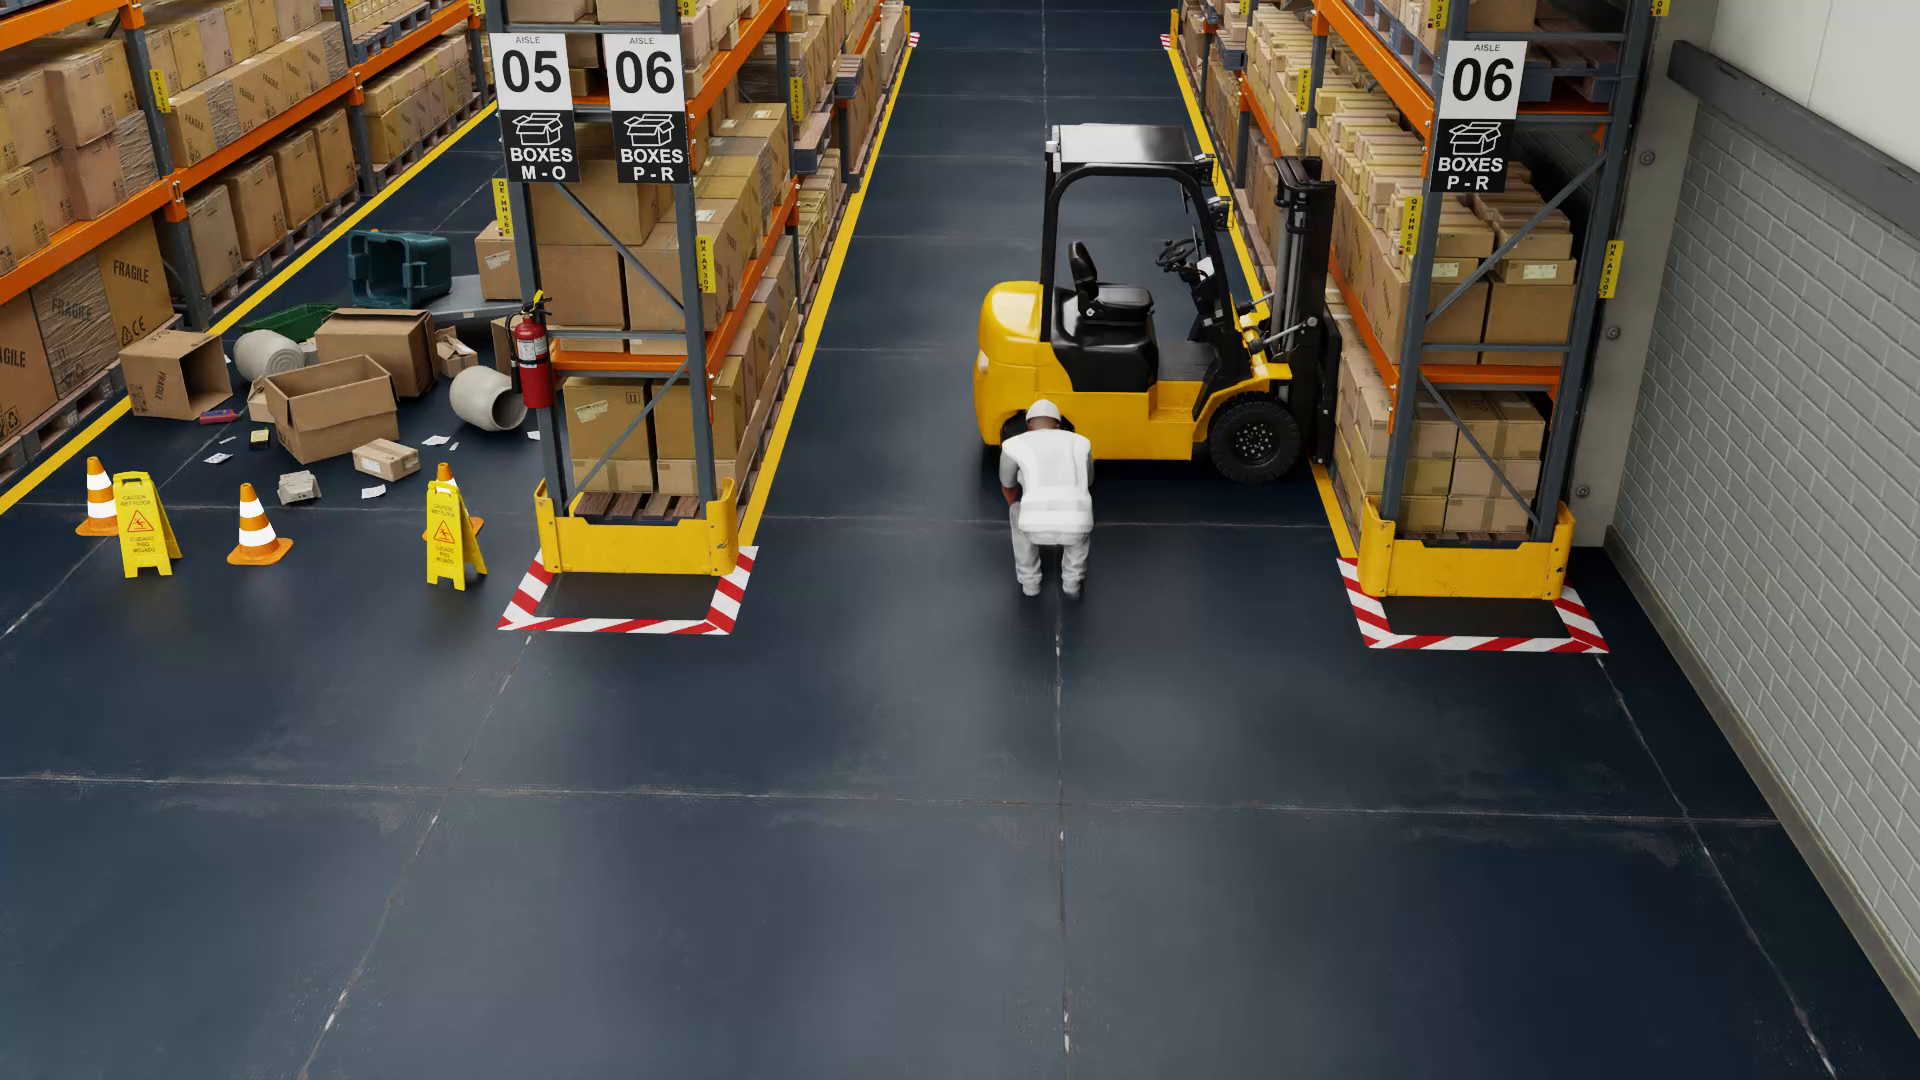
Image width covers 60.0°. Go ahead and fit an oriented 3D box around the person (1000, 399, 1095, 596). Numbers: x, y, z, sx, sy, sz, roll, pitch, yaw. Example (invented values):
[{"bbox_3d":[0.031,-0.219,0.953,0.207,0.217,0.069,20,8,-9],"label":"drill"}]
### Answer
[{"bbox_3d":[0.517,-0.232,9.861,0.571,1.026,0.901,1,28,2],"label":"person"}]
